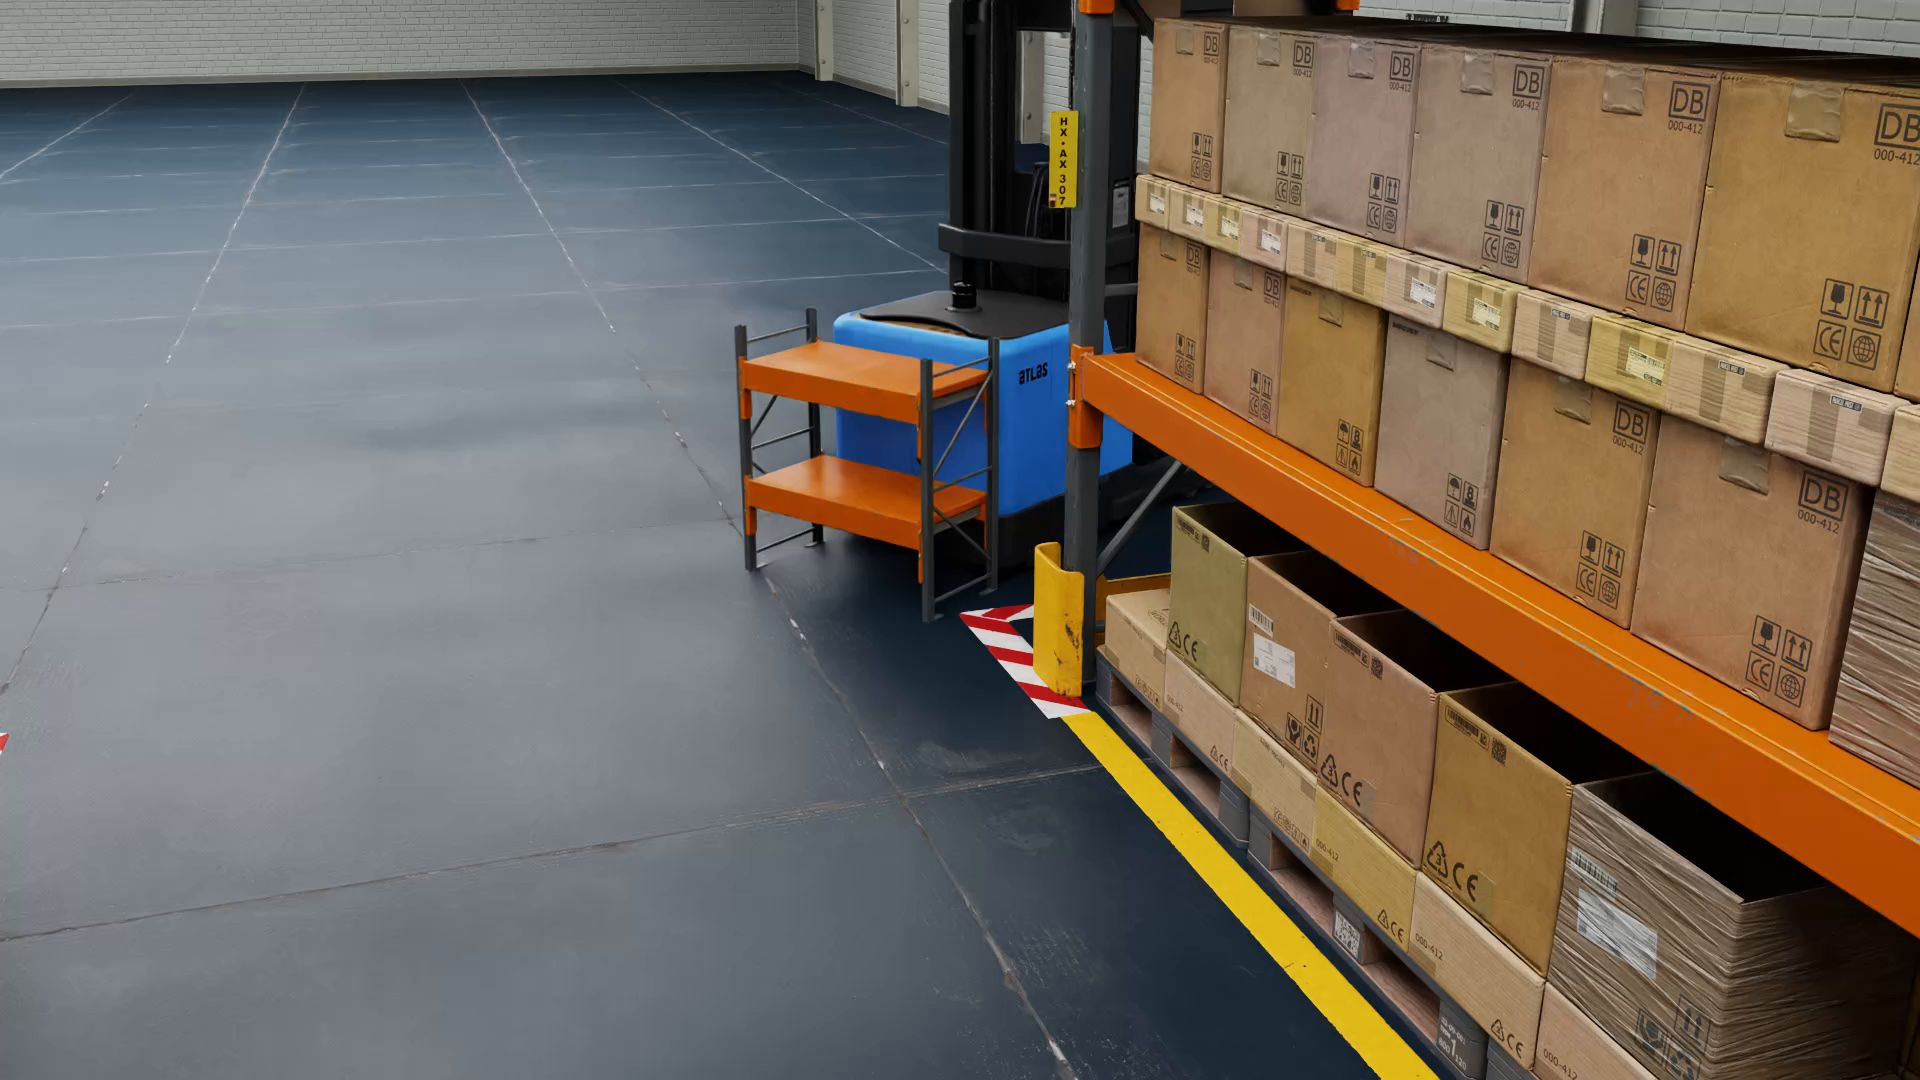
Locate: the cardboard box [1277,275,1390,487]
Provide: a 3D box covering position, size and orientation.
[{"bbox_3d":[1.340,-0.490,4.696,0.700,0.500,0.500,-6,21,-17],"label":"cardboard box"}]

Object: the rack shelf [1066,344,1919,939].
[{"bbox_3d":[1.514,0.058,4.382,1.077,0.370,4.000,-6,21,-17],"label":"rack shelf"}]

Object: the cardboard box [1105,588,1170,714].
[{"bbox_3d":[0.842,0.370,5.896,0.500,0.250,0.500,-6,21,-17],"label":"cardboard box"}]

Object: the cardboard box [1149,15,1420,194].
[{"bbox_3d":[1.036,-1.412,5.343,0.700,0.500,0.500,-6,21,-17],"label":"cardboard box"}]

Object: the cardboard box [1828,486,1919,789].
[{"bbox_3d":[1.997,0.172,2.851,0.700,0.500,0.500,-7,21,-19],"label":"cardboard box"}]

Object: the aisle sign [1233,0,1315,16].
[{"bbox_3d":[1.143,-2.198,5.753,0.394,0.787,0.004,-6,21,-17],"label":"aisle sign"}]

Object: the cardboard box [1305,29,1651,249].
[{"bbox_3d":[1.366,-1.082,4.425,0.700,0.500,0.500,-6,21,-17],"label":"cardboard box"}]

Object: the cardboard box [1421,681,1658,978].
[{"bbox_3d":[1.482,0.657,3.986,0.500,0.500,0.500,-6,21,-17],"label":"cardboard box"}]

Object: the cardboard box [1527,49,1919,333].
[{"bbox_3d":[1.680,-0.761,3.531,0.700,0.500,0.500,-6,21,-17],"label":"cardboard box"}]

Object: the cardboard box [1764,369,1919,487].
[{"bbox_3d":[1.693,-0.219,2.981,0.380,0.149,0.250,-7,21,-19],"label":"cardboard box"}]

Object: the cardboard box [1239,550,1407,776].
[{"bbox_3d":[1.171,0.336,4.880,0.500,0.500,0.500,-6,21,-17],"label":"cardboard box"}]

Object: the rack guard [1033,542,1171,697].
[{"bbox_3d":[0.878,0.246,6.491,1.175,0.500,0.348,-6,21,-17],"label":"rack guard"}]

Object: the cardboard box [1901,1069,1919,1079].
[{"bbox_3d":[2.284,1.277,3.371,0.500,0.250,0.500,-6,21,-17],"label":"cardboard box"}]

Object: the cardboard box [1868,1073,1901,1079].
[{"bbox_3d":[1.789,1.332,3.217,0.500,0.250,0.500,-6,21,-17],"label":"cardboard box"}]

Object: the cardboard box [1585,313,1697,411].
[{"bbox_3d":[1.535,-0.382,3.436,0.380,0.149,0.250,-6,21,-17],"label":"cardboard box"}]

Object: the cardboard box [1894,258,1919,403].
[{"bbox_3d":[1.997,-0.438,2.632,0.700,0.500,0.500,-6,21,-17],"label":"cardboard box"}]

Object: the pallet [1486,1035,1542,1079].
[{"bbox_3d":[1.932,1.414,3.668,1.003,0.211,1.213,-6,21,-17],"label":"pallet"}]

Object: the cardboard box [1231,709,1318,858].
[{"bbox_3d":[1.160,0.690,5.004,0.500,0.250,0.500,-6,21,-17],"label":"cardboard box"}]

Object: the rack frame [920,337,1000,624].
[{"bbox_3d":[0.003,-0.248,6.944,0.032,1.125,0.500,14,24,34],"label":"rack frame"}]

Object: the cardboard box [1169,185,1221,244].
[{"bbox_3d":[0.890,-1.042,5.271,0.380,0.149,0.250,-7,21,-19],"label":"cardboard box"}]

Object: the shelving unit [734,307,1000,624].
[{"bbox_3d":[-0.403,-0.352,7.231,1.048,1.125,0.538,14,24,34],"label":"shelving unit"}]

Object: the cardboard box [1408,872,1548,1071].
[{"bbox_3d":[1.470,1.012,4.109,0.500,0.250,0.500,-6,21,-17],"label":"cardboard box"}]

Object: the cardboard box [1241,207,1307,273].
[{"bbox_3d":[1.044,-0.880,4.822,0.380,0.149,0.250,-7,21,-18],"label":"cardboard box"}]

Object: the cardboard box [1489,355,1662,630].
[{"bbox_3d":[1.671,-0.158,3.770,0.700,0.500,0.500,-6,21,-16],"label":"cardboard box"}]

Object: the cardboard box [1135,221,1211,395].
[{"bbox_3d":[1.020,-0.818,5.609,0.700,0.500,0.500,-6,21,-17],"label":"cardboard box"}]

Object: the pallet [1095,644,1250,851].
[{"bbox_3d":[1.165,0.631,5.848,1.003,0.211,1.213,-6,21,-17],"label":"pallet"}]

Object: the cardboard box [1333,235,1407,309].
[{"bbox_3d":[1.211,-0.713,4.356,0.380,0.149,0.250,-7,21,-18],"label":"cardboard box"}]

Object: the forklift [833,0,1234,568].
[{"bbox_3d":[0.706,-1.685,8.272,1.130,2.935,3.031,15,24,35],"label":"forklift"}]

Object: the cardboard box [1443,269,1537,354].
[{"bbox_3d":[1.370,-0.548,3.898,0.380,0.149,0.250,-6,21,-15],"label":"cardboard box"}]

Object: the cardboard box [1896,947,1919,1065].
[{"bbox_3d":[2.129,0.763,3.692,0.500,0.500,0.500,-6,21,-17],"label":"cardboard box"}]

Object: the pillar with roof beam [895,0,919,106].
[{"bbox_3d":[-5.003,-11.385,26.301,9.100,9.000,0.400,-6,21,-17],"label":"pillar with roof beam"}]

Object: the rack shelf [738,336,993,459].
[{"bbox_3d":[-0.403,-0.627,7.132,1.000,0.278,0.538,14,24,34],"label":"rack shelf"}]

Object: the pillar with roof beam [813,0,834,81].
[{"bbox_3d":[-6.888,-13.310,31.662,9.100,9.000,0.400,-6,21,-17],"label":"pillar with roof beam"}]
